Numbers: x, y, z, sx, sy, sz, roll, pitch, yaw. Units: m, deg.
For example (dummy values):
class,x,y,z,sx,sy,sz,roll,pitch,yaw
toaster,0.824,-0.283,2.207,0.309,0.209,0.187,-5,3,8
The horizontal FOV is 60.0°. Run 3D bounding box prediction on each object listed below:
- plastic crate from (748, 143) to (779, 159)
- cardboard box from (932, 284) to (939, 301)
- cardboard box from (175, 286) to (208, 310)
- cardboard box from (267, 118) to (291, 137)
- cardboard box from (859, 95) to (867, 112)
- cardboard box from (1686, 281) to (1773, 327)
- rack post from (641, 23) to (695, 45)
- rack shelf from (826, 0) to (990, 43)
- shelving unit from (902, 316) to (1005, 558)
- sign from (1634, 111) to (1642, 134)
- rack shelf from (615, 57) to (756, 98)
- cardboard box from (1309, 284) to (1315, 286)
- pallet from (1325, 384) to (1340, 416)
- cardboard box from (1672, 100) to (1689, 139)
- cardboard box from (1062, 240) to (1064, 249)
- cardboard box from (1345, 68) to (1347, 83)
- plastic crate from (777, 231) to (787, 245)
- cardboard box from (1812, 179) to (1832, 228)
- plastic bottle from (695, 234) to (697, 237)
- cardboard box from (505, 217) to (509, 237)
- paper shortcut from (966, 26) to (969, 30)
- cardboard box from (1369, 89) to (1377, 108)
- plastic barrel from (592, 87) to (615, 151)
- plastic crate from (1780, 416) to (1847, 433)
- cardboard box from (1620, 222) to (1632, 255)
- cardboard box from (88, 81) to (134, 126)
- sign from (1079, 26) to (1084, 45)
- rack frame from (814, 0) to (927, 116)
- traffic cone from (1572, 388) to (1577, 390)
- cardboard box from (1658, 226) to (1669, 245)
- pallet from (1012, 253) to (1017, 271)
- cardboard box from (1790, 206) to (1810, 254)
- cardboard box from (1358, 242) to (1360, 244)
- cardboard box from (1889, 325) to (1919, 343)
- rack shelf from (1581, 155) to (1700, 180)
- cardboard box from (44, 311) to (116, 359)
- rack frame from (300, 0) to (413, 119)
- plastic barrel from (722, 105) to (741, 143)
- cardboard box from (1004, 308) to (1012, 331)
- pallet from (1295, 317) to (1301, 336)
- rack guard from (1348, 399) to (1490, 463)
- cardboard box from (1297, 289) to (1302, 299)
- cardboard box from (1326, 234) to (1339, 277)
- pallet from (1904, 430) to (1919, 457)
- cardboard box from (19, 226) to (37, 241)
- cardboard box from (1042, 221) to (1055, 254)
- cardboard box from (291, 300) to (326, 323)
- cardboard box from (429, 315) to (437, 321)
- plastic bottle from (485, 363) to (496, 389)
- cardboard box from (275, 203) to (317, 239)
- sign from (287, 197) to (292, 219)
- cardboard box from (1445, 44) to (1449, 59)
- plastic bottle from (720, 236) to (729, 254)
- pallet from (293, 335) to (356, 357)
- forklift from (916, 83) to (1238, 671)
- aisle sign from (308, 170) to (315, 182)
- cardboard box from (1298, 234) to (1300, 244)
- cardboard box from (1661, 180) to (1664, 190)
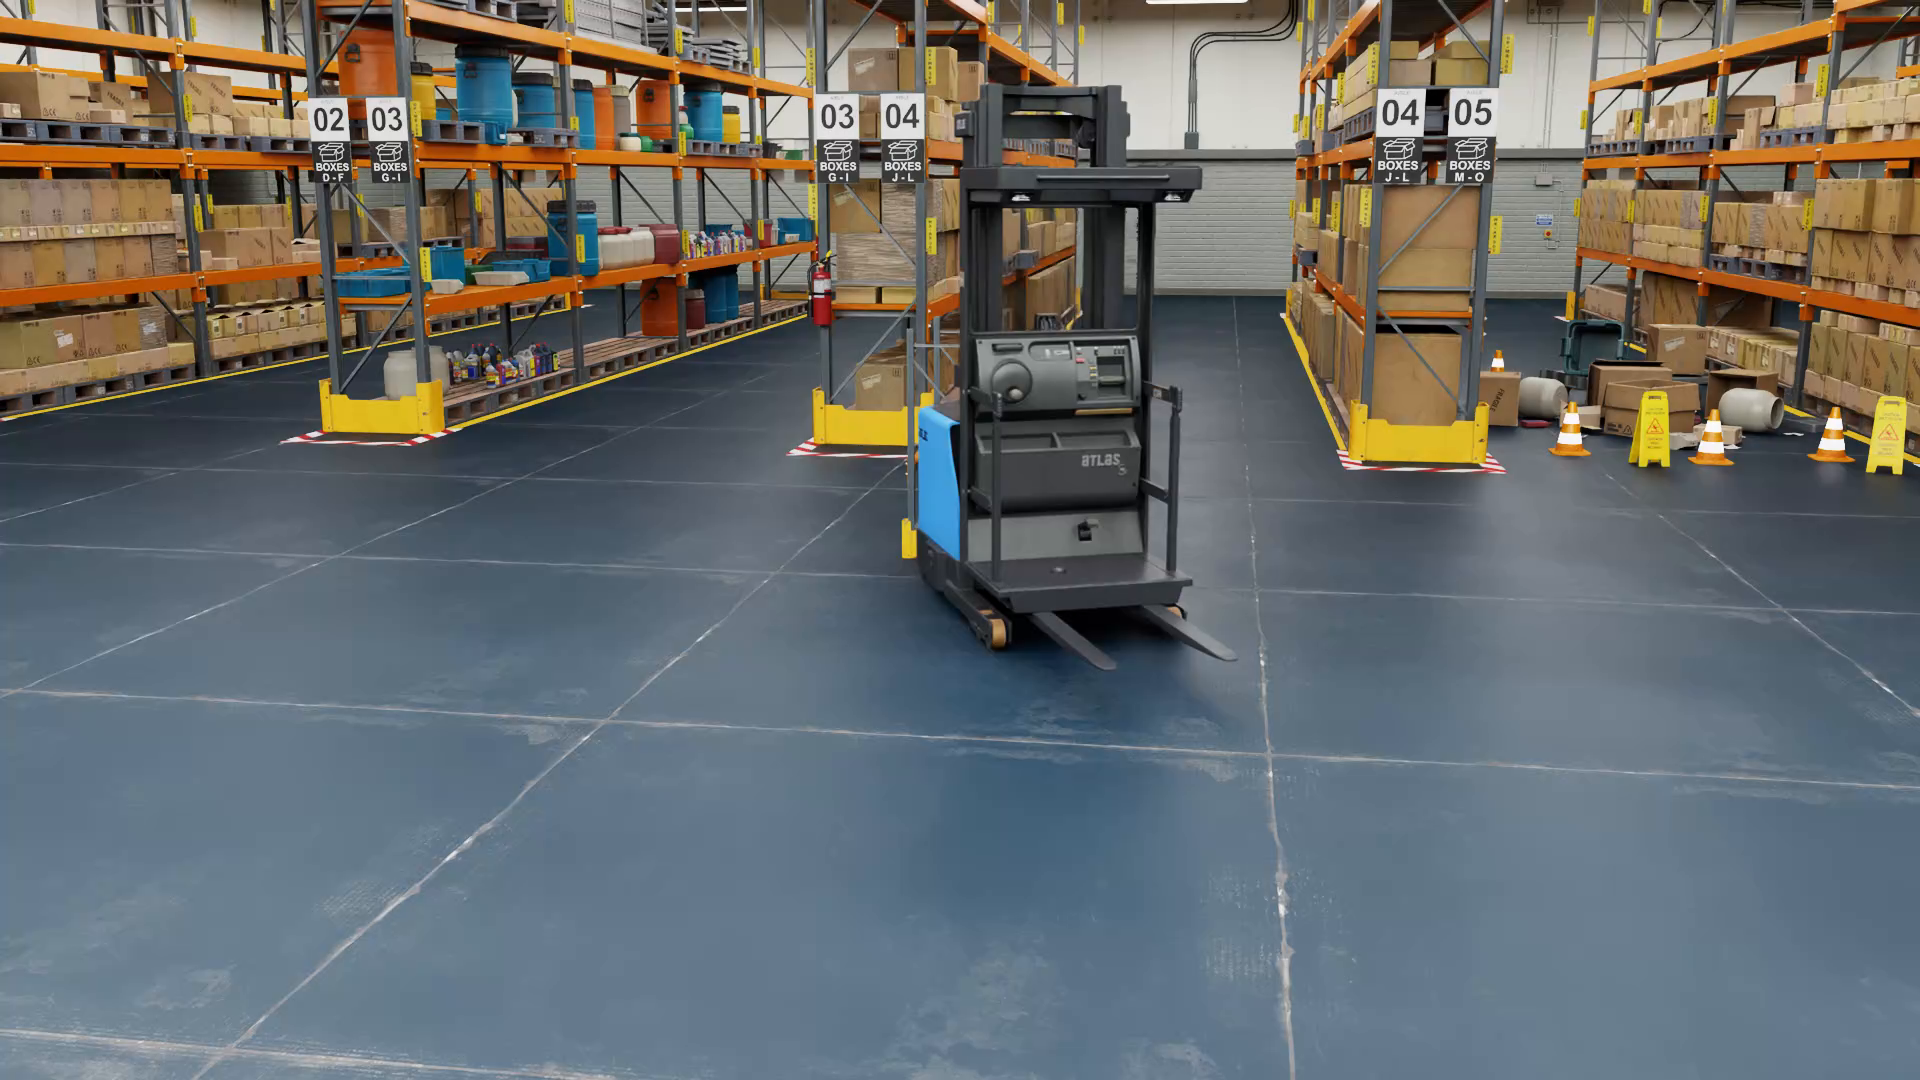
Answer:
class,x,y,z,sx,sy,sz,roll,pitch,yaw
plastic crate,-3.391,-6.690,28.607,0.497,0.269,0.590,2,12,9
cardboard box,-0.415,-2.411,16.159,0.380,0.149,0.250,2,12,9
cardboard box,-13.614,-4.374,28.775,0.750,0.750,0.750,2,12,9
cardboard box,-9.539,-5.640,22.784,0.500,0.250,0.500,2,12,8
cardboard box,-1.071,-4.035,15.388,0.380,0.149,0.250,2,12,9
cardboard box,10.406,-3.032,22.487,0.875,0.875,0.875,2,12,8
rack post,-4.398,-7.253,23.969,0.954,0.300,0.937,2,12,9
rack shelf,-0.497,-5.375,16.791,1.077,0.370,4.000,2,12,9
shelving unit,-0.012,-0.717,11.262,0.587,1.500,1.083,2,12,9
sign,10.284,-6.332,25.219,0.100,0.325,0.005,2,12,9
rack shelf,-4.161,-7.007,25.305,1.077,0.370,4.000,2,12,9
cardboard box,5.318,-3.575,24.117,0.500,0.250,0.500,2,12,10
pallet,4.501,-1.512,18.006,1.003,0.211,1.213,2,12,9
cardboard box,10.202,-5.821,23.028,0.500,0.500,0.500,2,12,9
cardboard box,1.573,-5.023,28.278,0.380,0.149,0.250,2,12,8
cardboard box,4.304,-4.953,17.706,0.380,0.149,0.250,2,12,9
plastic crate,-3.301,-5.382,29.603,0.416,0.233,0.300,2,12,9
cardboard box,9.320,-3.490,17.249,0.700,0.500,0.500,2,12,8
plastic bottle,-4.352,-4.891,27.344,0.061,0.283,0.133,2,12,9
cardboard box,-8.324,-5.452,29.435,0.500,0.500,0.500,2,12,10
paper shortcut,0.110,-7.338,23.850,0.009,0.170,0.078,12,-17,6
cardboard box,3.797,-3.876,14.599,0.380,0.149,0.250,2,12,9
plastic barrel,-4.910,-5.582,22.133,0.600,0.830,0.708,2,12,9
plastic crate,8.551,-1.164,16.703,0.402,0.080,0.583,-2,12,-11
cardboard box,10.652,-4.710,25.992,0.500,0.500,0.500,2,12,9
cardboard box,-10.316,-5.227,19.939,0.500,0.500,0.500,3,13,13
sign,2.190,-9.118,30.036,0.100,0.325,0.005,2,12,9
rack frame,-0.805,-5.312,14.783,1.000,3.000,0.127,2,12,9
traffic cone,7.466,-2.047,19.895,0.336,0.463,0.334,2,12,9
cardboard box,10.254,-4.326,23.616,0.500,0.250,0.500,2,12,7
pallet,0.161,-3.538,21.244,1.003,0.211,1.213,2,12,9
cardboard box,9.447,-3.394,18.183,0.500,0.500,0.500,2,12,8
cardboard box,4.407,-2.689,16.496,0.875,0.550,0.500,2,12,9
cardboard box,8.885,-1.909,15.443,0.380,0.149,0.250,2,12,10
rack shelf,11.140,-6.087,27.208,1.077,0.370,4.000,2,12,9
cardboard box,-10.057,-2.346,19.007,0.500,0.500,0.500,2,12,9
rack frame,-5.699,-5.473,15.527,1.000,3.000,0.127,2,12,9
plastic barrel,-3.793,-6.605,26.458,0.600,0.588,0.600,0,12,0
cardboard box,0.342,-2.898,22.709,0.700,0.500,0.500,1,12,6
pallet,5.994,-3.474,27.110,1.003,0.211,1.213,2,12,9
rack guard,4.077,-0.971,14.812,1.175,0.500,0.348,2,12,9
cardboard box,5.822,-4.098,27.748,0.380,0.149,0.250,1,12,6
cardboard box,4.667,-3.407,19.945,0.500,0.500,0.500,2,12,9
pallet,9.159,-0.879,15.071,1.003,0.211,1.213,2,12,9
cardboard box,-10.201,-3.301,17.915,0.380,0.149,0.250,2,12,8
cardboard box,1.239,-4.820,26.503,0.500,0.500,0.500,2,12,9
cardboard box,-9.273,-3.277,23.776,0.500,0.311,0.500,2,12,8
cardboard box,-8.778,-3.767,26.744,0.500,0.500,0.500,1,12,7
plastic bottle,-5.112,-1.789,18.105,0.097,0.271,0.097,0,12,0
cardboard box,-13.096,-6.232,32.578,0.980,0.700,0.700,2,12,11
sign,-9.900,-4.910,24.594,0.100,0.325,0.005,2,12,9
cardboard box,4.486,-4.297,14.660,0.380,0.149,0.250,2,12,9
plastic bottle,-3.749,-4.676,26.364,0.152,0.276,0.135,2,12,9
pallet,-9.528,-2.833,24.140,1.003,0.211,1.213,2,12,9
forklift,0.599,-0.944,8.915,1.130,2.935,3.031,-3,13,-14
aisle sign,-12.720,-7.468,32.854,0.394,0.787,0.004,2,12,9
cardboard box,5.253,-4.496,24.836,0.380,0.149,0.250,1,12,6
cardboard box,11.159,-5.577,26.101,0.380,0.149,0.250,2,12,8
